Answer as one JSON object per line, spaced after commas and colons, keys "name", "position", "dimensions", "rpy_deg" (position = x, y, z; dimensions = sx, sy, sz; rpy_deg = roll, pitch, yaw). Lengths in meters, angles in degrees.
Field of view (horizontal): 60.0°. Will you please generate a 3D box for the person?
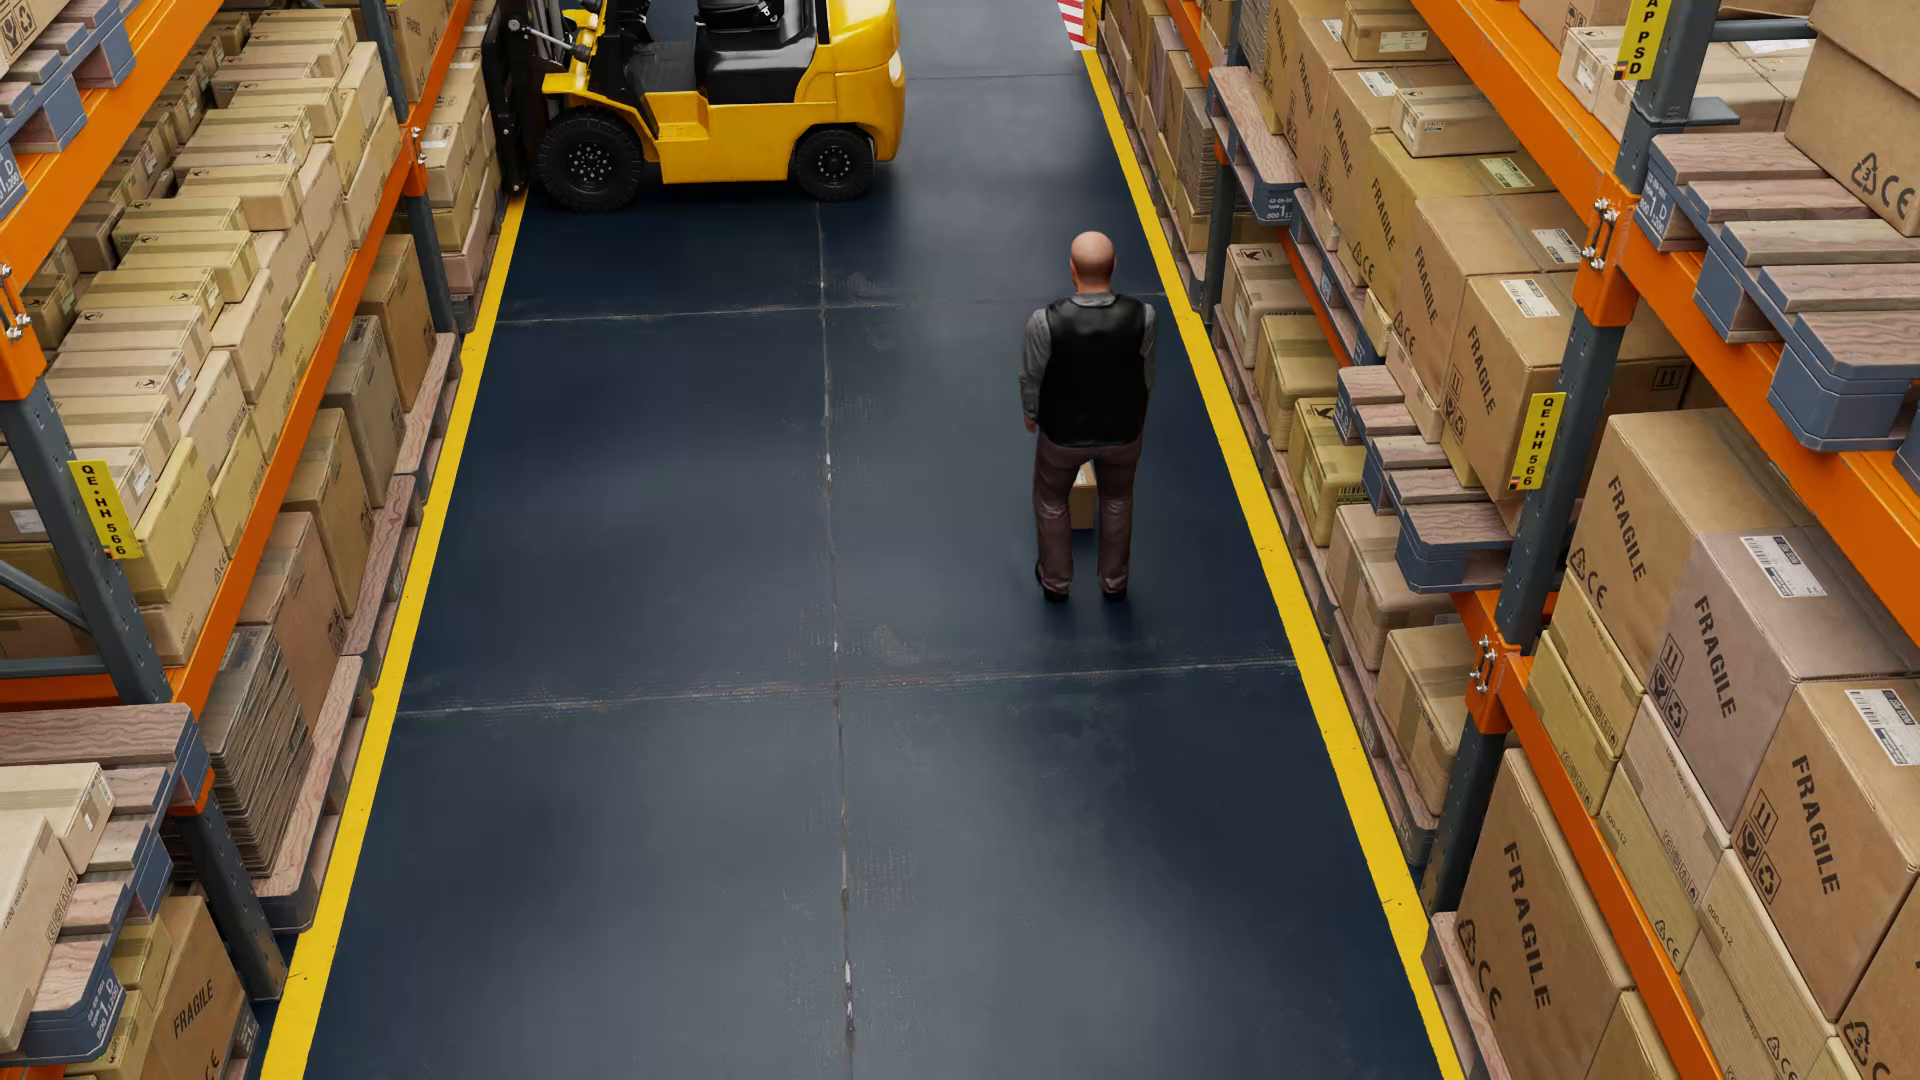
{"name": "person", "position": [0.506, -0.456, 6.767], "dimensions": [0.546, 1.697, 0.385], "rpy_deg": [-2, 39, -3]}
